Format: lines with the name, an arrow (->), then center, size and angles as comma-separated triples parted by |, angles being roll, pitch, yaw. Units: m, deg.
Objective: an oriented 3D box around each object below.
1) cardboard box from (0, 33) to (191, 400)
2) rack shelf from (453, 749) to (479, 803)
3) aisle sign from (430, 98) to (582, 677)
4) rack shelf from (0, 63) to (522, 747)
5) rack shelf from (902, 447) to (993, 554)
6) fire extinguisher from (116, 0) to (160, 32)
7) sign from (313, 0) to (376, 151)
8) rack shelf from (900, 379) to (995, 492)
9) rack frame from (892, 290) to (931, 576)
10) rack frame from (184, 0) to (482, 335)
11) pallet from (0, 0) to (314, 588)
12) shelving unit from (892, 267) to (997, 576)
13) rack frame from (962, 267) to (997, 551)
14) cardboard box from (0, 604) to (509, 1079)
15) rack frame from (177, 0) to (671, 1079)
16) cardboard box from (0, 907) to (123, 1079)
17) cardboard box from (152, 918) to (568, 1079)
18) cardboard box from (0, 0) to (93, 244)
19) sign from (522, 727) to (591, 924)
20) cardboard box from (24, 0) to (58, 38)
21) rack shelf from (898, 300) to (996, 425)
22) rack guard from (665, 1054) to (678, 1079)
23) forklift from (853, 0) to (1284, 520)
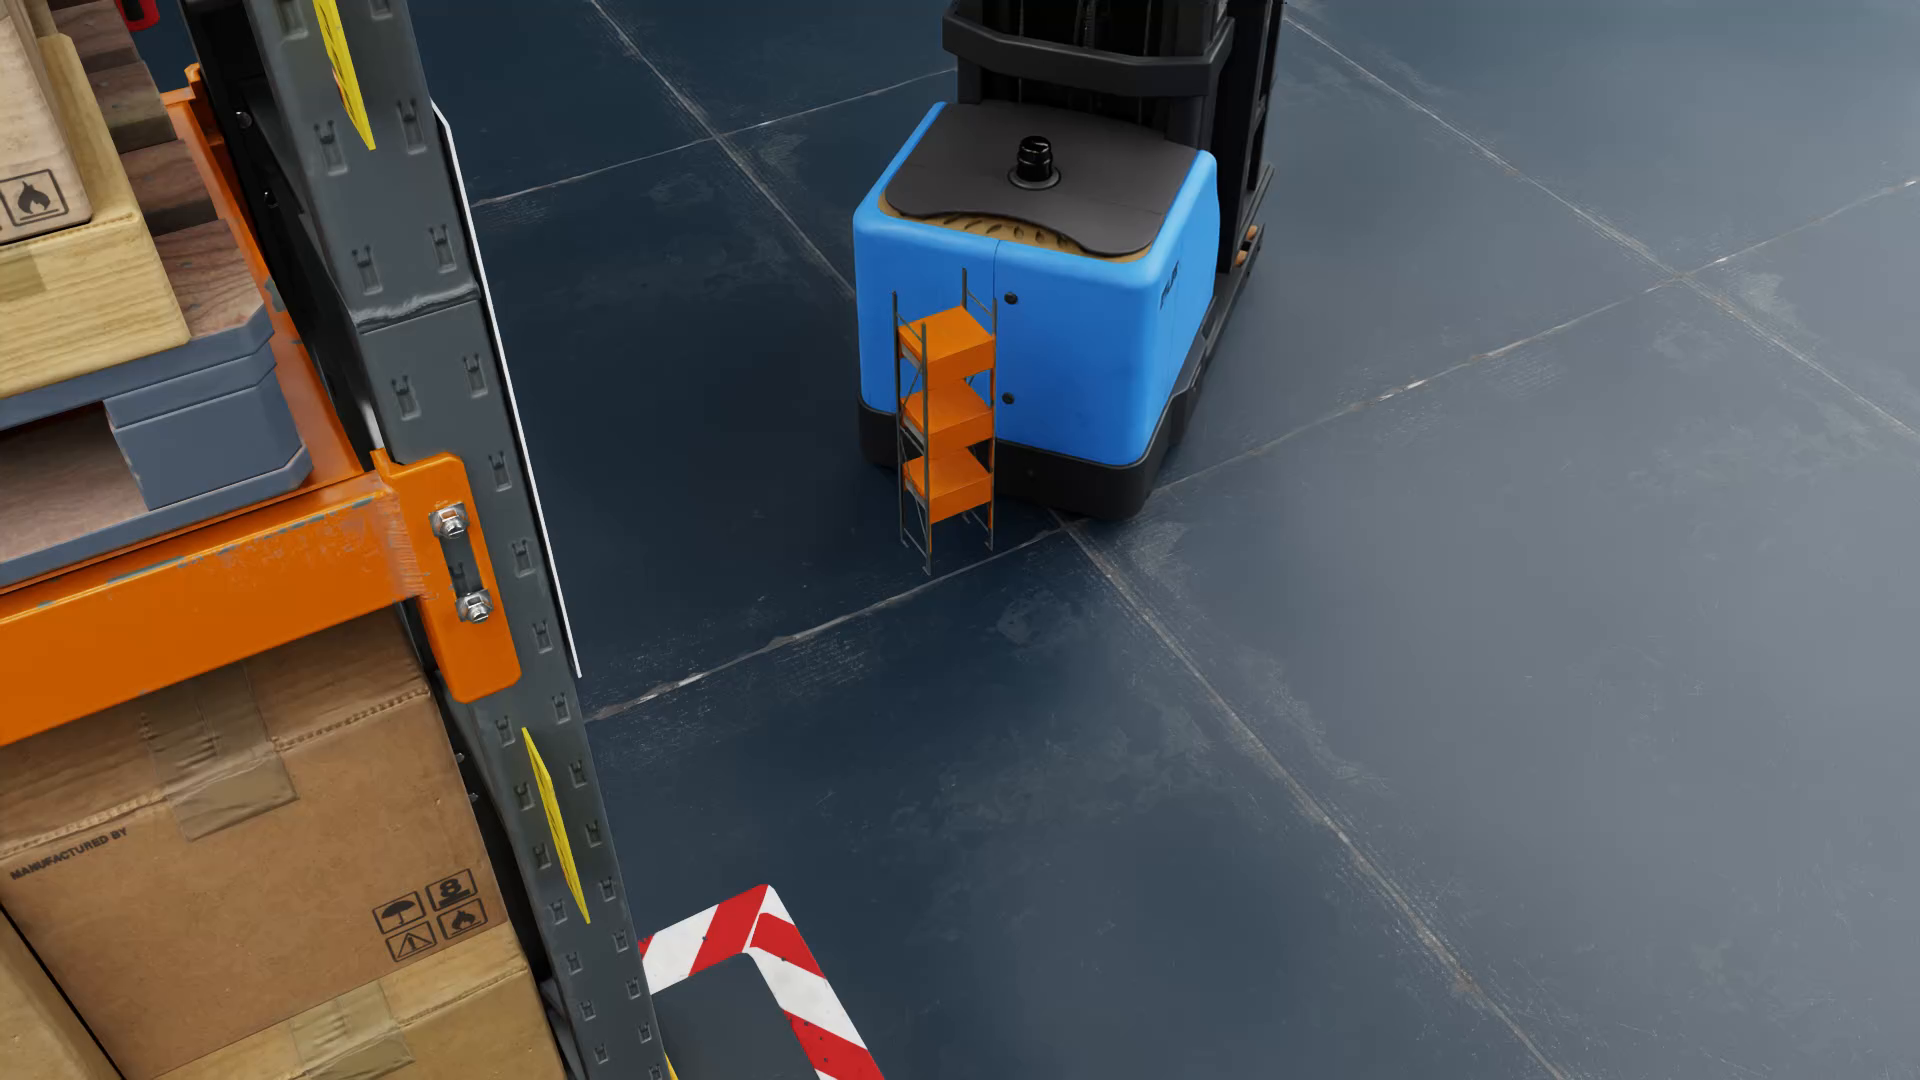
cardboard box -> -0.912, -0.303, 1.562 | 0.250, 0.149, 0.380 | -22, 48, -21
rack shelf -> -2.526, 1.502, 2.566 | 4.000, 0.370, 1.077 | -22, 48, -21
aisle sign -> -0.581, -0.227, 1.963 | 0.004, 0.787, 0.394 | -22, 48, -21
rack shelf -> -2.526, 0.425, 1.521 | 4.000, 0.370, 1.077 | -22, 48, -21
rack shelf -> -0.046, -0.151, 5.566 | 0.240, 0.259, 0.215 | -22, 48, -21
fire extinguisher -> -3.017, -2.138, 5.855 | 0.183, 0.674, 0.296 | -22, 48, -21
sign -> -0.534, -0.484, 1.362 | 0.005, 0.325, 0.100 | -22, 48, -21
rack shelf -> -0.046, -0.351, 5.373 | 0.240, 0.259, 0.215 | -22, 48, -21
rack frame -> -0.152, -0.316, 5.322 | 0.008, 1.050, 0.200 | -22, 48, -21
rack frame -> -0.792, -1.603, 0.941 | 0.127, 3.000, 1.000 | -22, 48, -21
pallet -> -1.430, -0.231, 1.745 | 1.213, 0.211, 1.003 | -22, 48, -21
shelving unit -> -0.046, -0.358, 5.365 | 0.252, 1.050, 0.215 | -22, 48, -21
rack frame -> 0.059, -0.401, 5.409 | 0.008, 1.050, 0.200 | -22, 48, -21
cardboard box -> -1.133, 0.213, 2.493 | 0.550, 0.550, 0.875 | -22, 48, -21
rack frame -> -0.792, 0.549, 3.030 | 0.127, 3.000, 1.000 | -22, 48, -21
cardboard box -> -1.564, 0.460, 2.239 | 0.550, 0.550, 0.875 | -22, 48, -21
cardboard box -> -1.091, 0.652, 2.817 | 0.550, 0.550, 0.875 | -22, 48, -21
cardboard box -> -1.077, -0.428, 1.404 | 0.500, 0.250, 0.500 | -21, 48, -20
sign -> -0.534, 0.381, 2.202 | 0.005, 0.325, 0.100 | -22, 48, -21
cardboard box -> -1.249, -0.698, 1.969 | 0.250, 0.149, 0.380 | -21, 48, -21
rack shelf -> -0.046, -0.554, 5.175 | 0.240, 0.259, 0.215 | -22, 48, -21
rack guard -> -0.771, 1.438, 3.909 | 0.348, 0.500, 1.175 | -22, 48, -21
forklift -> 0.623, -2.162, 5.873 | 1.130, 2.935, 3.031 | 14, 46, 14
